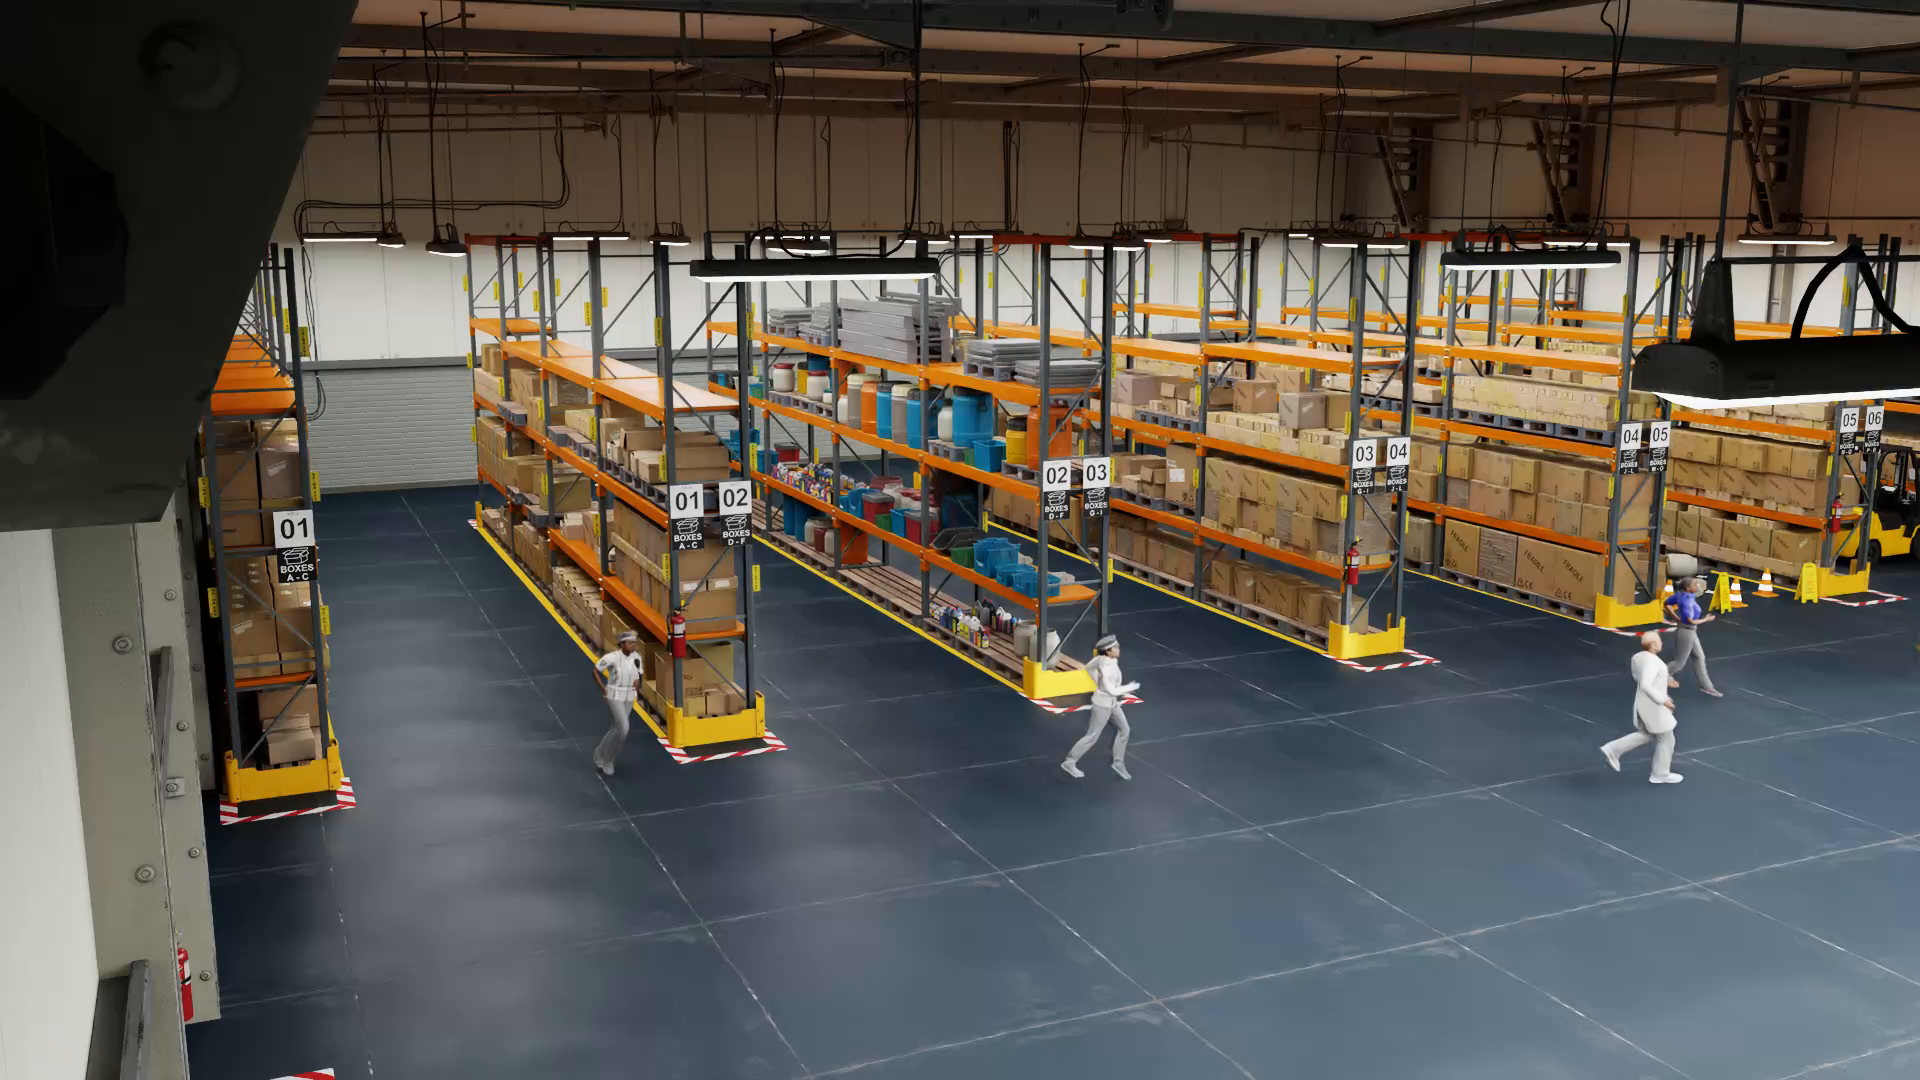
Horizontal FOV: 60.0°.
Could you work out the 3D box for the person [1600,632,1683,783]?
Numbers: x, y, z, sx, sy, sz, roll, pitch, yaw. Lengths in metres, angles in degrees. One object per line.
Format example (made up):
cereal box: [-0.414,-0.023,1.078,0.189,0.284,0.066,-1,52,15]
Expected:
person: [7.762,1.893,18.776,0.912,1.746,0.720,0,11,2]

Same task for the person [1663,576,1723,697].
person: [9.684,1.280,22.111,0.995,1.636,0.586,3,11,17]

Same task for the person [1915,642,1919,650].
person: [13.902,1.015,23.334,0.767,1.760,0.678,6,12,28]

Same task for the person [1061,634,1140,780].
person: [1.601,1.906,18.889,0.877,1.736,0.623,1,11,7]

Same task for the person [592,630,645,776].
person: [-3.965,1.859,19.314,0.658,1.667,0.643,9,14,39]
